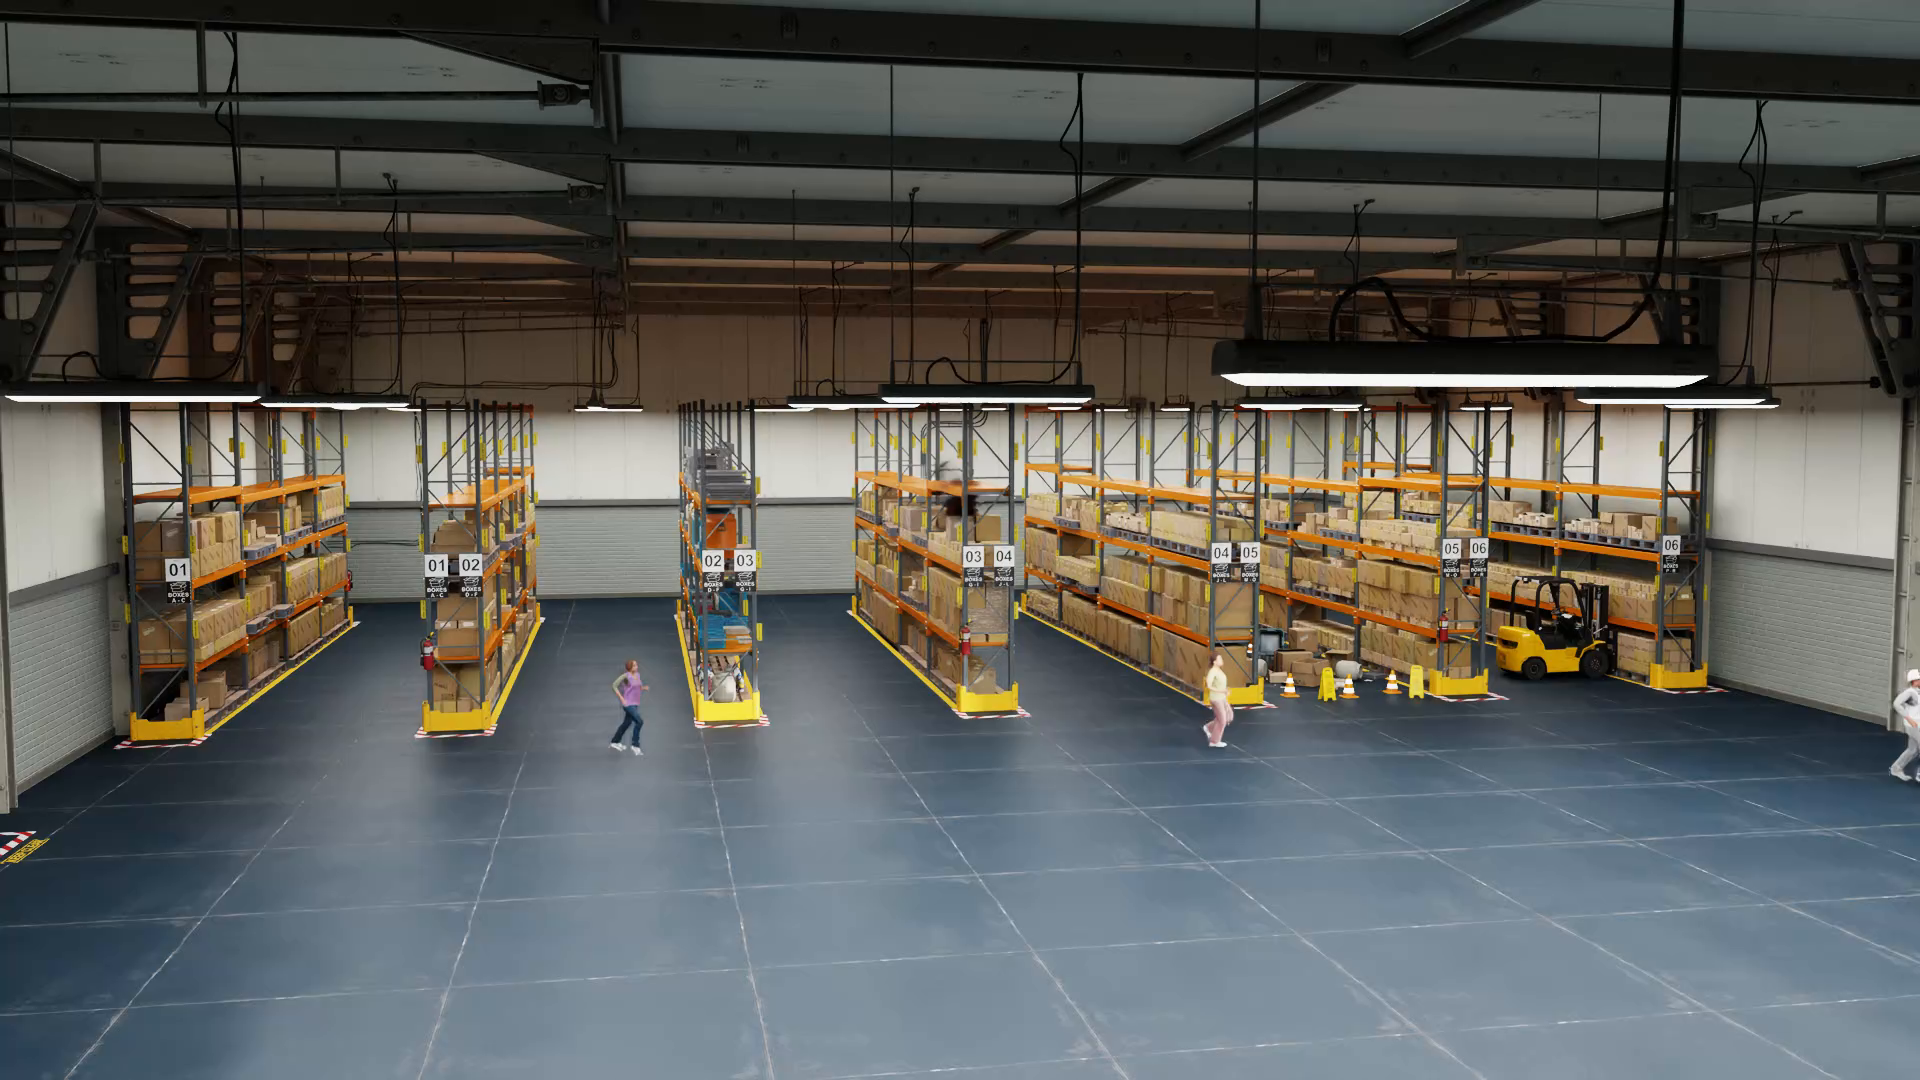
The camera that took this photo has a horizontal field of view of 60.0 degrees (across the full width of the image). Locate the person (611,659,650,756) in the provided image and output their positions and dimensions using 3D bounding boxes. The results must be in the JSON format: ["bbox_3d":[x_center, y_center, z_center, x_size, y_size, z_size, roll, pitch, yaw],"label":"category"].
[{"bbox_3d":[-5.562,2.819,28.055,0.716,1.649,0.508,1,4,17],"label":"person"}]

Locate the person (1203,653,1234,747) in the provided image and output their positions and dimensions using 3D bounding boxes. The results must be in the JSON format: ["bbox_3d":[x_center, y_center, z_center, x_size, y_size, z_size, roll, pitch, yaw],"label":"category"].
[{"bbox_3d":[4.434,2.758,28.623,0.557,1.602,0.576,2,5,29],"label":"person"}]

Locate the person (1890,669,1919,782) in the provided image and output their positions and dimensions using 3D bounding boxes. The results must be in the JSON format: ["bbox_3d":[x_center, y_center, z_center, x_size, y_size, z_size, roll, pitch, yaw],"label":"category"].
[{"bbox_3d":[14.747,2.907,25.617,0.731,1.831,0.635,4,6,44],"label":"person"}]
